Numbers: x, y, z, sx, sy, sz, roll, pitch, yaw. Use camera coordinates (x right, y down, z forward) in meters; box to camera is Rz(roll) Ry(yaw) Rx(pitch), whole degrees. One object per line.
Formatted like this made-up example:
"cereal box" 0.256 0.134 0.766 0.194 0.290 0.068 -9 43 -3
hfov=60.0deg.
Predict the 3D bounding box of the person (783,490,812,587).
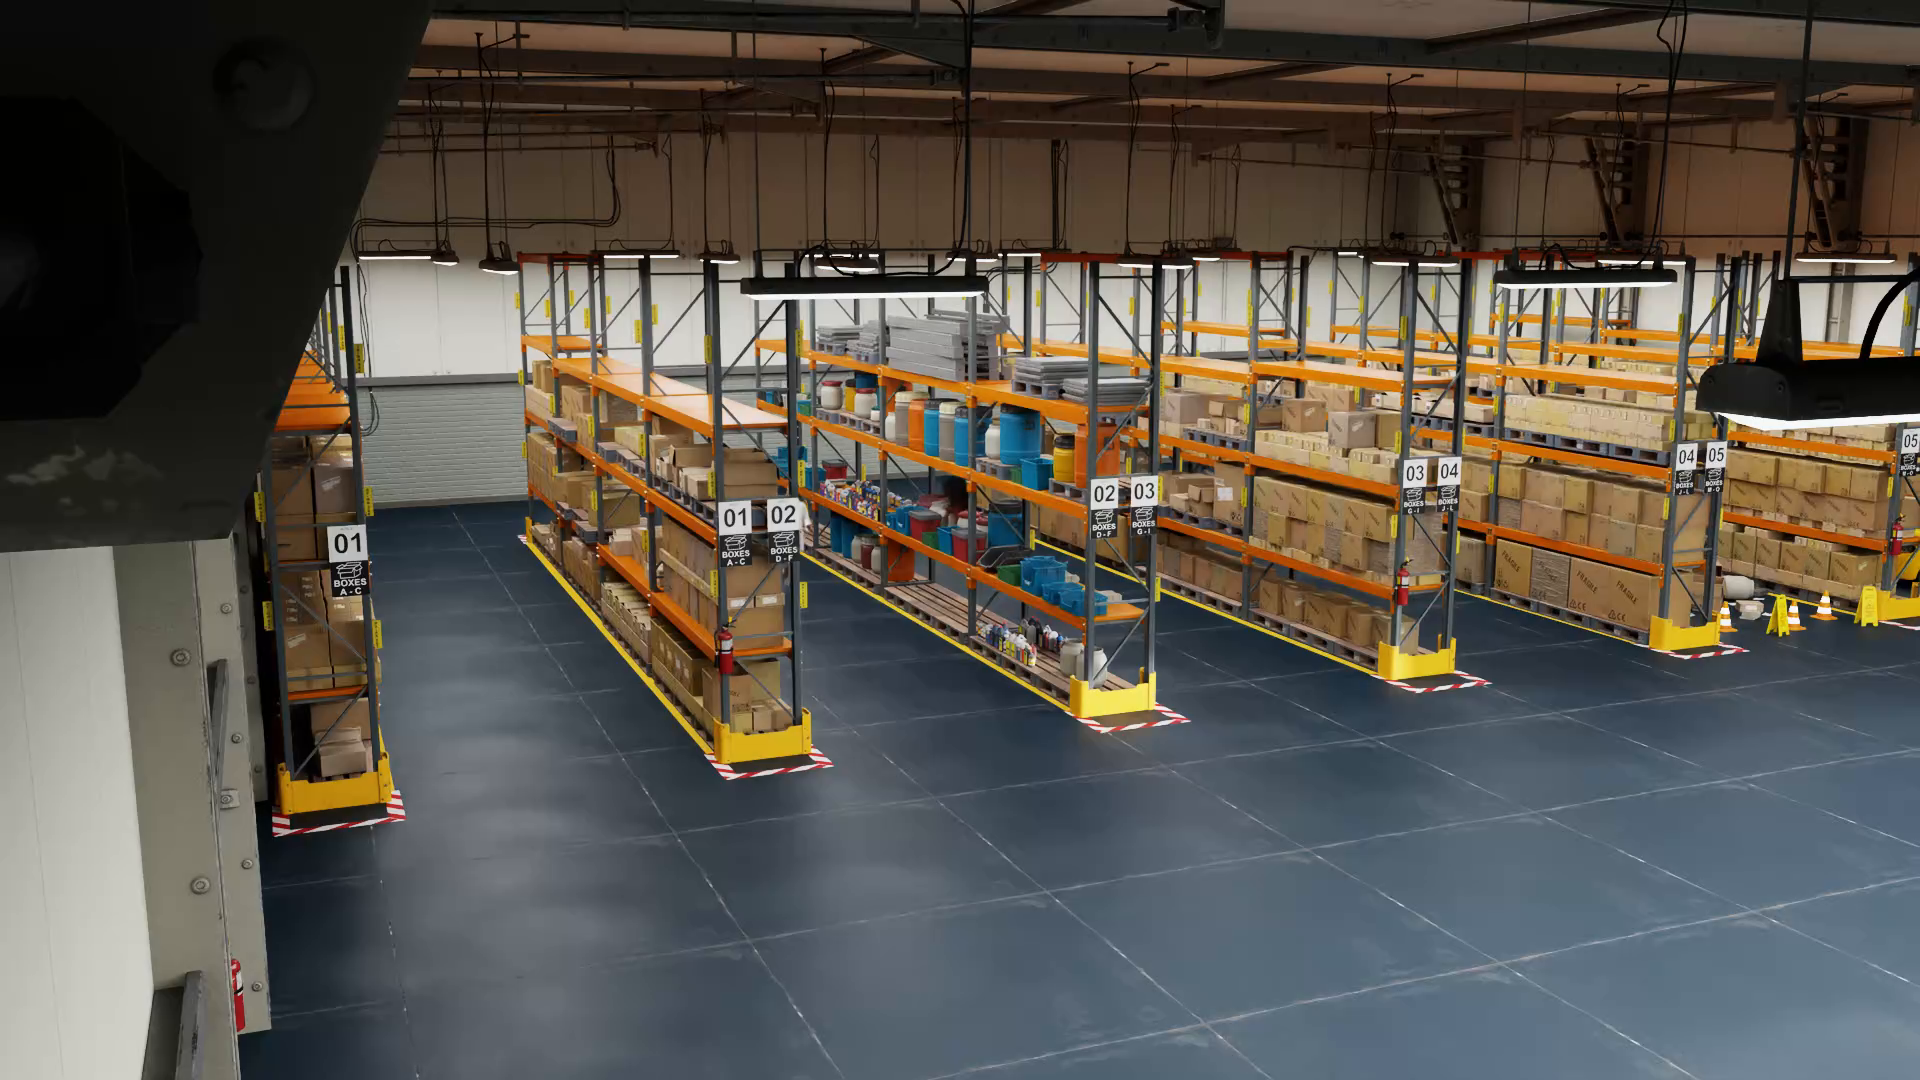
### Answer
"person" -2.930 -0.023 28.756 0.687 1.789 0.934 -6 12 -29

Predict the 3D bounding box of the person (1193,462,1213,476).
"person" 5.965 -2.043 41.634 0.813 1.624 0.645 9 13 39
